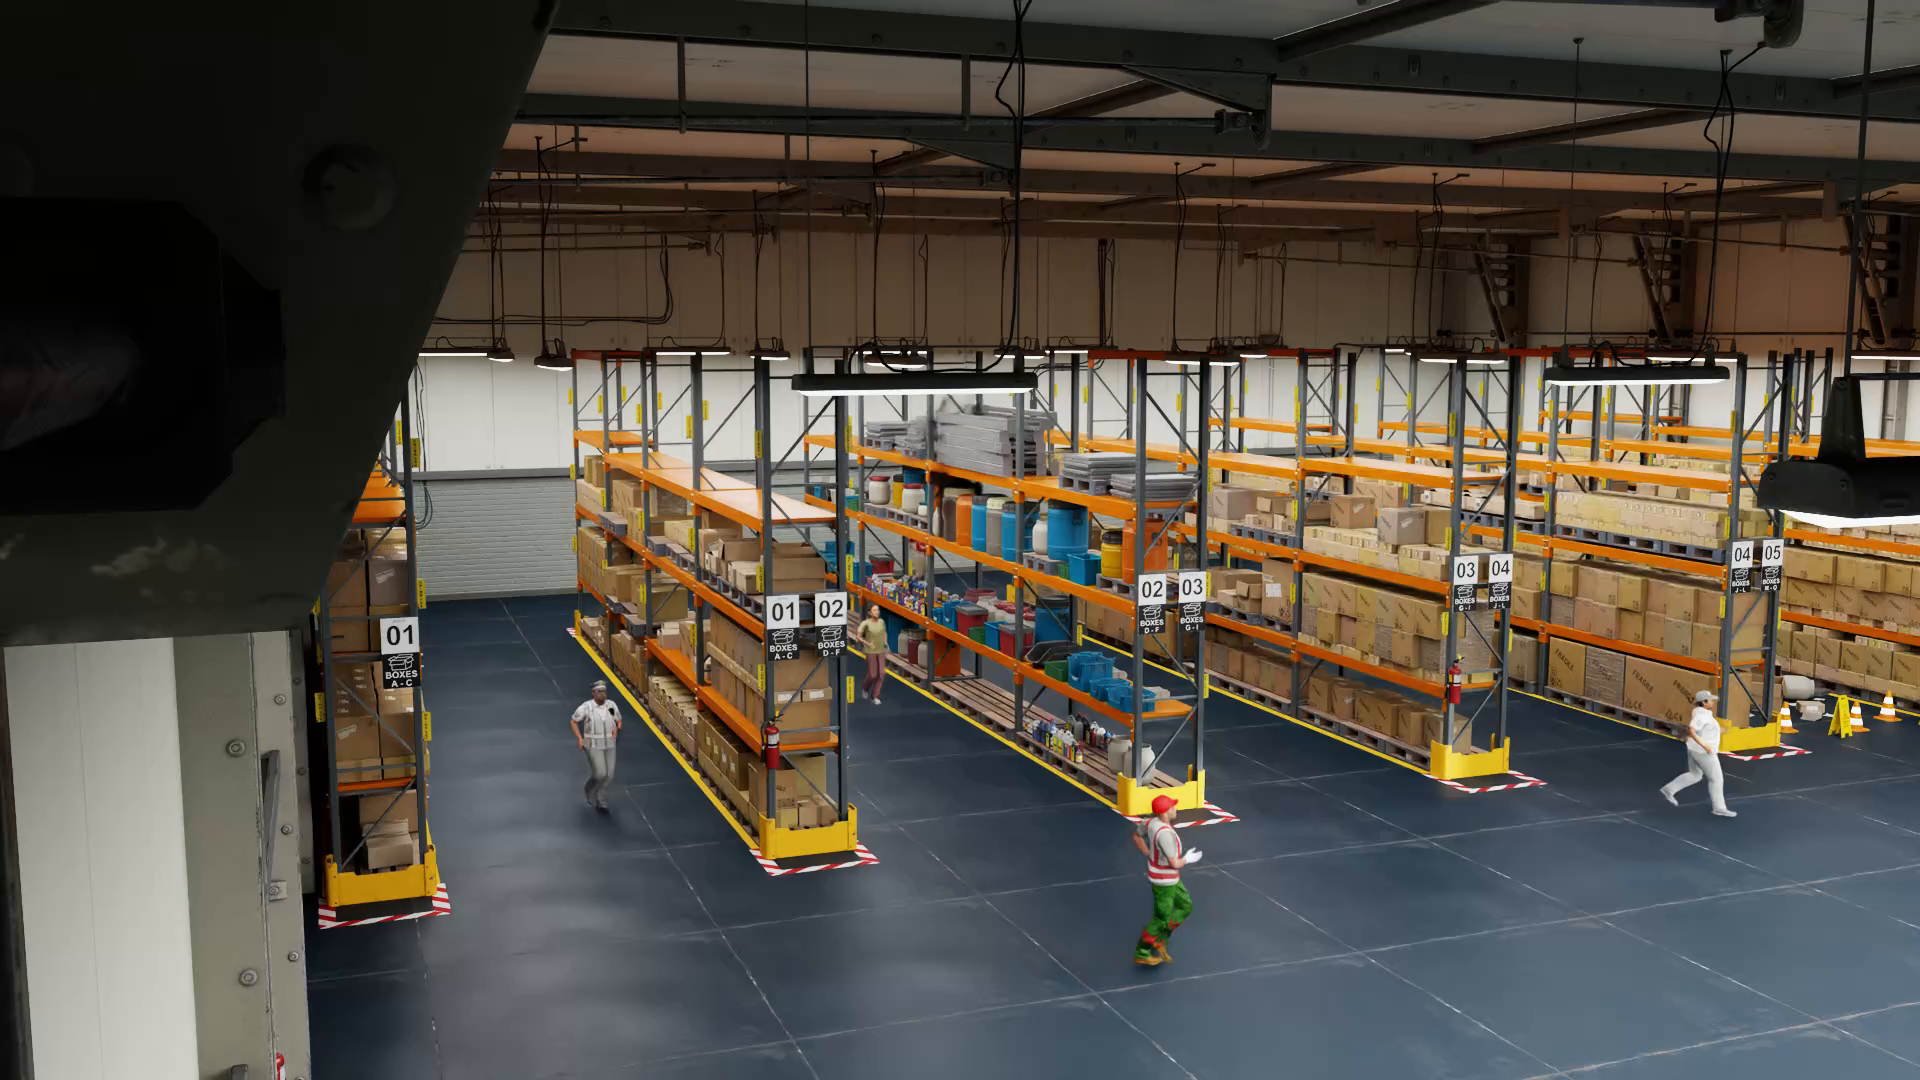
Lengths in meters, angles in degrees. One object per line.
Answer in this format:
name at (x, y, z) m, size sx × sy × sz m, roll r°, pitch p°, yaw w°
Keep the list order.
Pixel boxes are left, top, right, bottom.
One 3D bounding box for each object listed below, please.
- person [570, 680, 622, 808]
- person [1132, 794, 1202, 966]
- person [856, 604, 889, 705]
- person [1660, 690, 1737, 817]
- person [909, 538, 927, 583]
person at (-4.755, 2.724, 22.069) m, size 0.651 × 1.740 × 0.602 m, roll -5°, pitch 9°, yaw -36°
person at (2.071, 3.392, 16.583) m, size 0.675 × 1.774 × 0.650 m, roll 0°, pitch 7°, yaw 1°
person at (-1.409, 1.847, 27.223) m, size 0.580 × 1.640 × 0.564 m, roll -4°, pitch 8°, yaw -31°
person at (9.743, 2.786, 21.856) m, size 0.934 × 1.645 × 0.612 m, roll 1°, pitch 7°, yaw 12°
person at (-0.938, 0.474, 40.088) m, size 0.898 × 1.752 × 0.653 m, roll -1°, pitch 7°, yaw -6°
